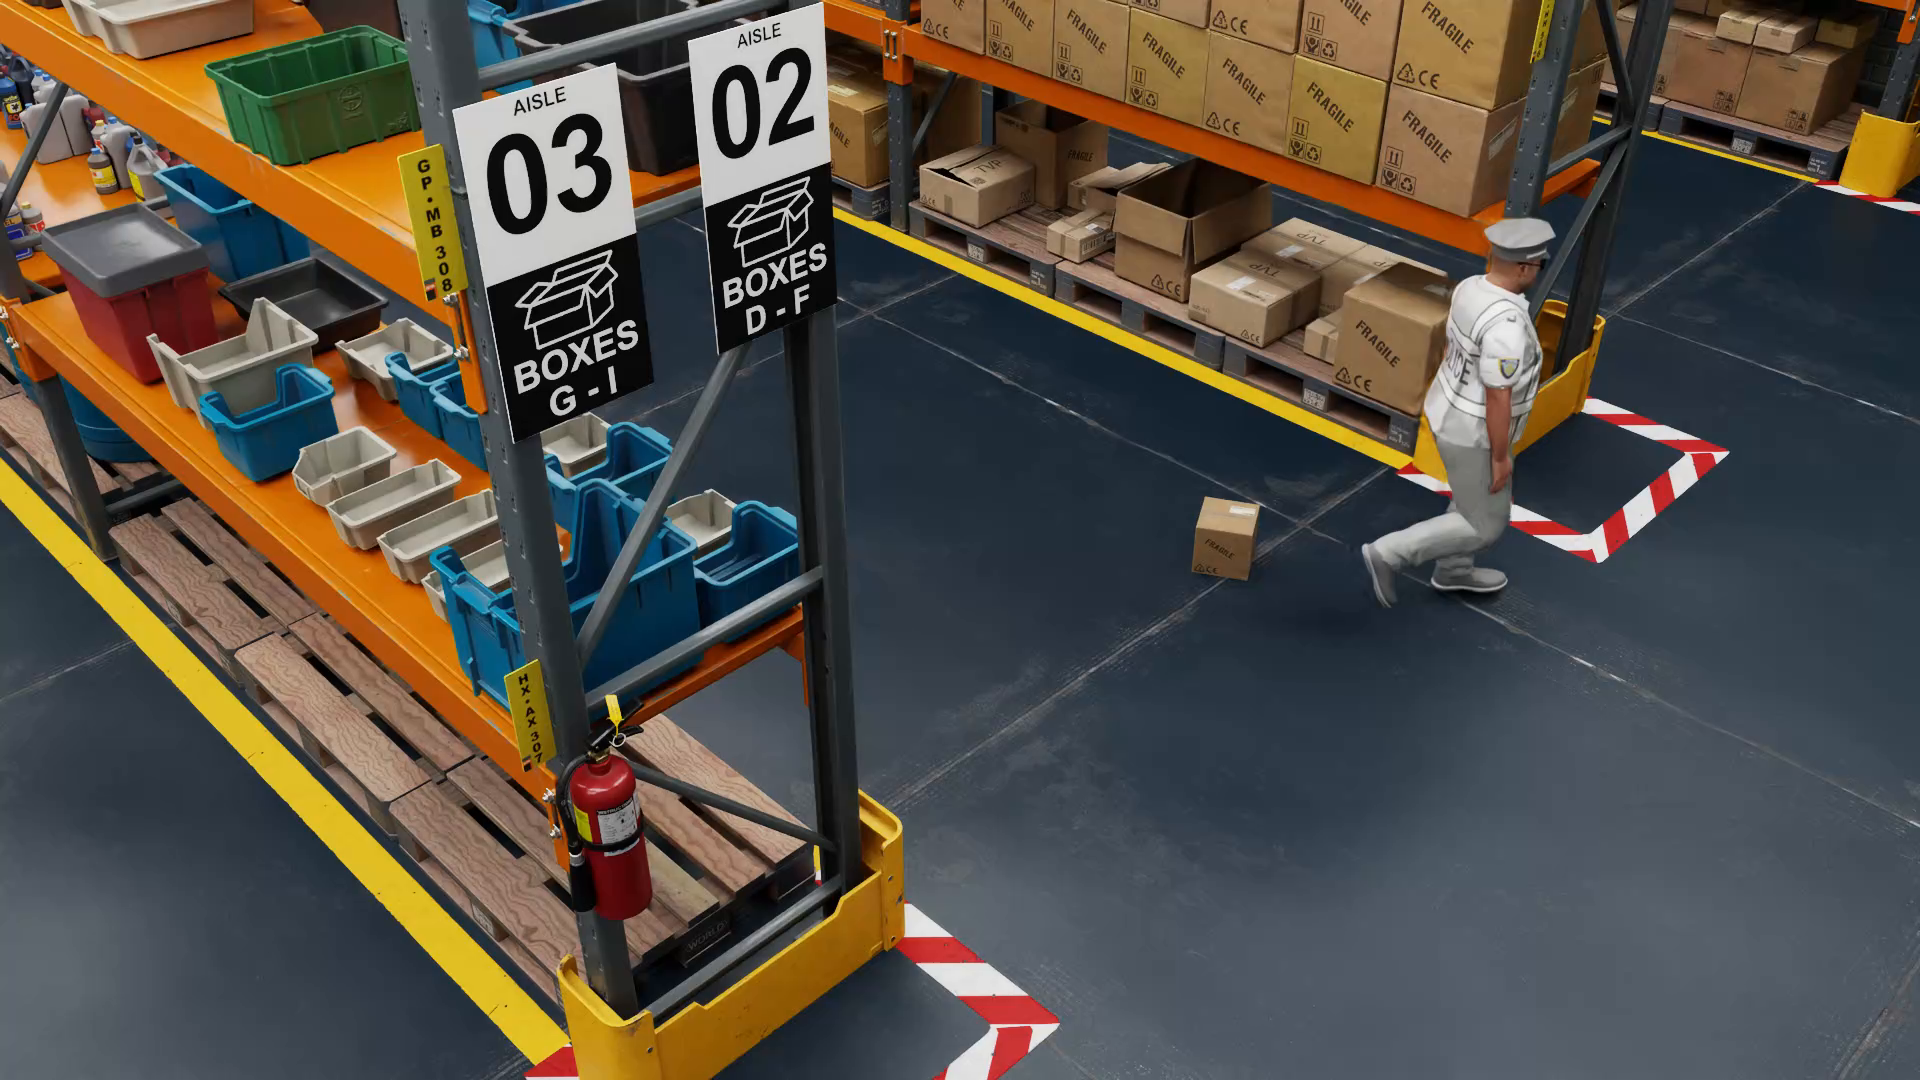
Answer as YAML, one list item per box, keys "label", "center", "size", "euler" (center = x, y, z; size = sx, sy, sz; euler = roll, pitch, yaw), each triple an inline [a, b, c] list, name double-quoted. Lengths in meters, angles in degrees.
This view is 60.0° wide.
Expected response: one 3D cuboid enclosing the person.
- label: "person"
  center: [2.045, -0.466, 6.758]
  size: [0.703, 1.725, 0.550]
  euler: [1, 35, 1]
